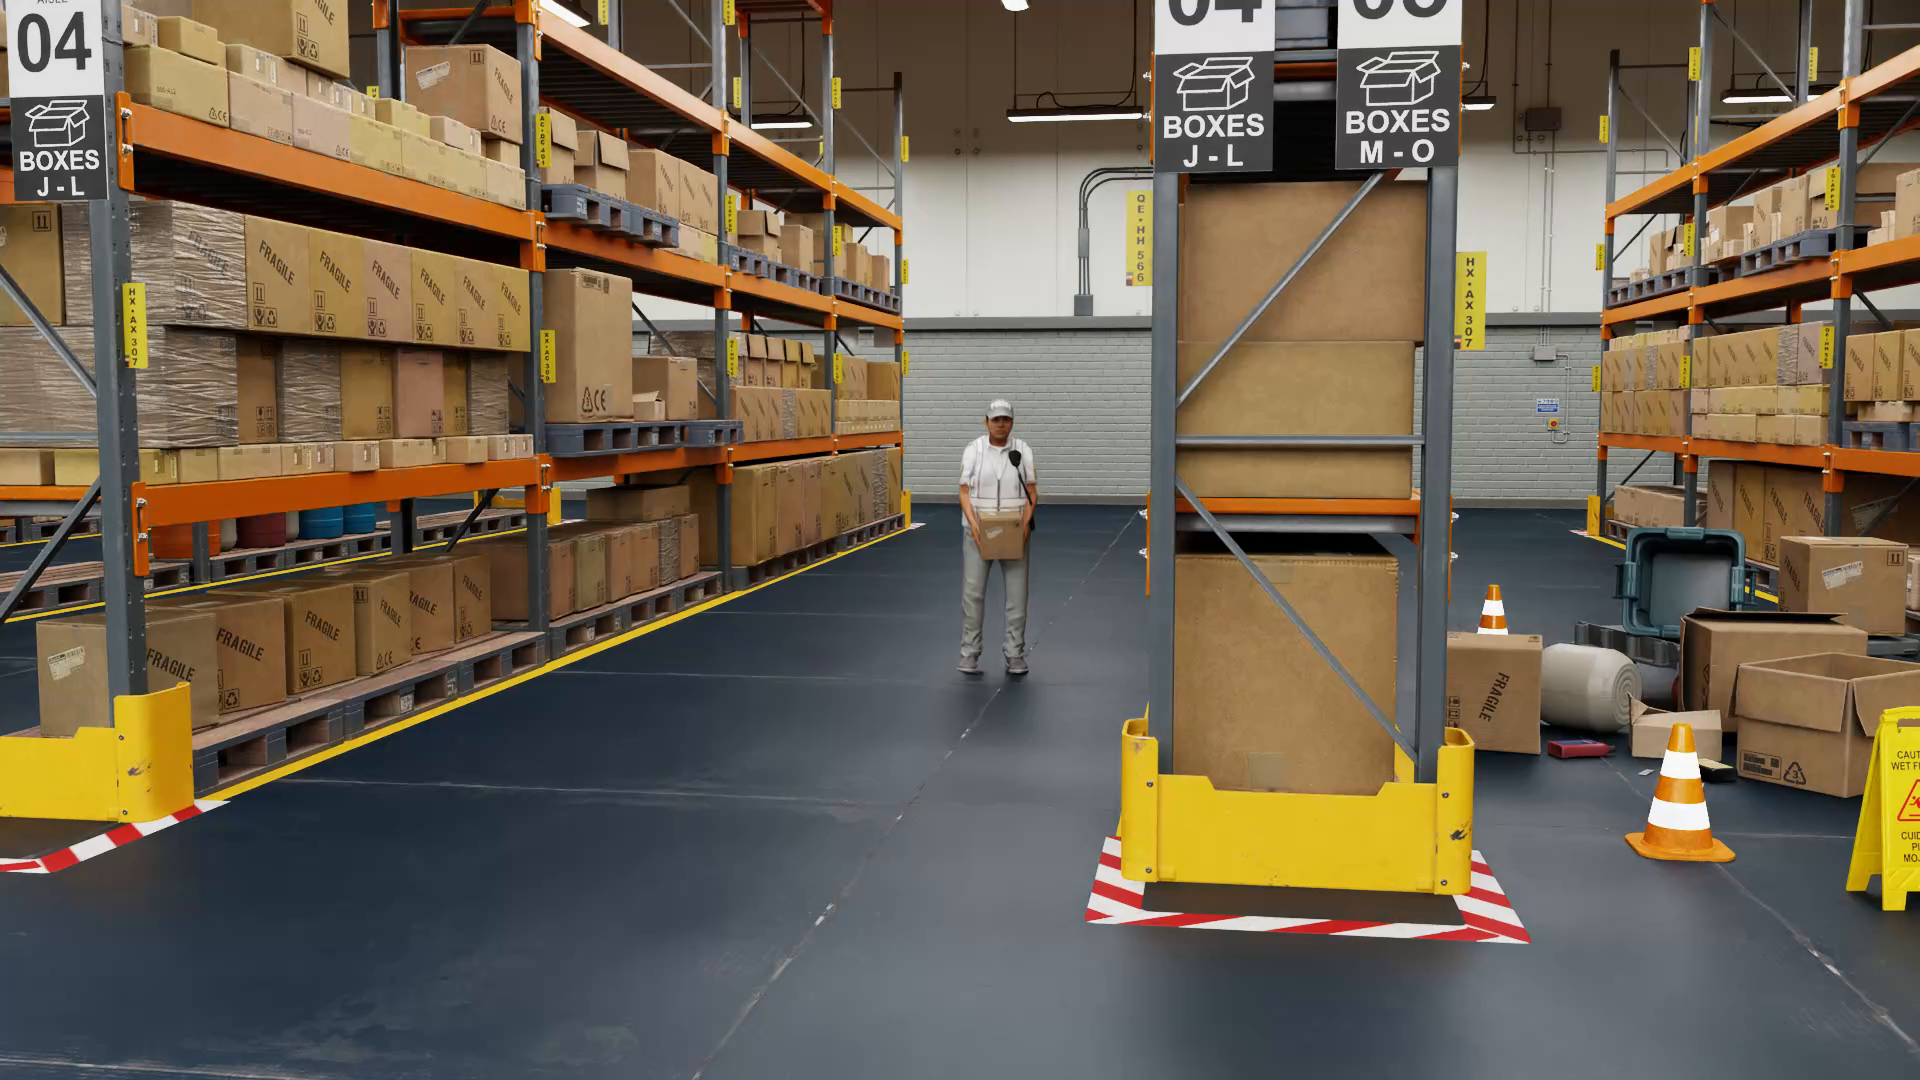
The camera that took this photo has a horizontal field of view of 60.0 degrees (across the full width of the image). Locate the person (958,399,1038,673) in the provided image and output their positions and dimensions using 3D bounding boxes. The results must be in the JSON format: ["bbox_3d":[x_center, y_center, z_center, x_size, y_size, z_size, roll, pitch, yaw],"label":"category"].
[{"bbox_3d":[0.232,-0.031,10.215,0.497,1.671,0.478,0,5,-2],"label":"person"}]
